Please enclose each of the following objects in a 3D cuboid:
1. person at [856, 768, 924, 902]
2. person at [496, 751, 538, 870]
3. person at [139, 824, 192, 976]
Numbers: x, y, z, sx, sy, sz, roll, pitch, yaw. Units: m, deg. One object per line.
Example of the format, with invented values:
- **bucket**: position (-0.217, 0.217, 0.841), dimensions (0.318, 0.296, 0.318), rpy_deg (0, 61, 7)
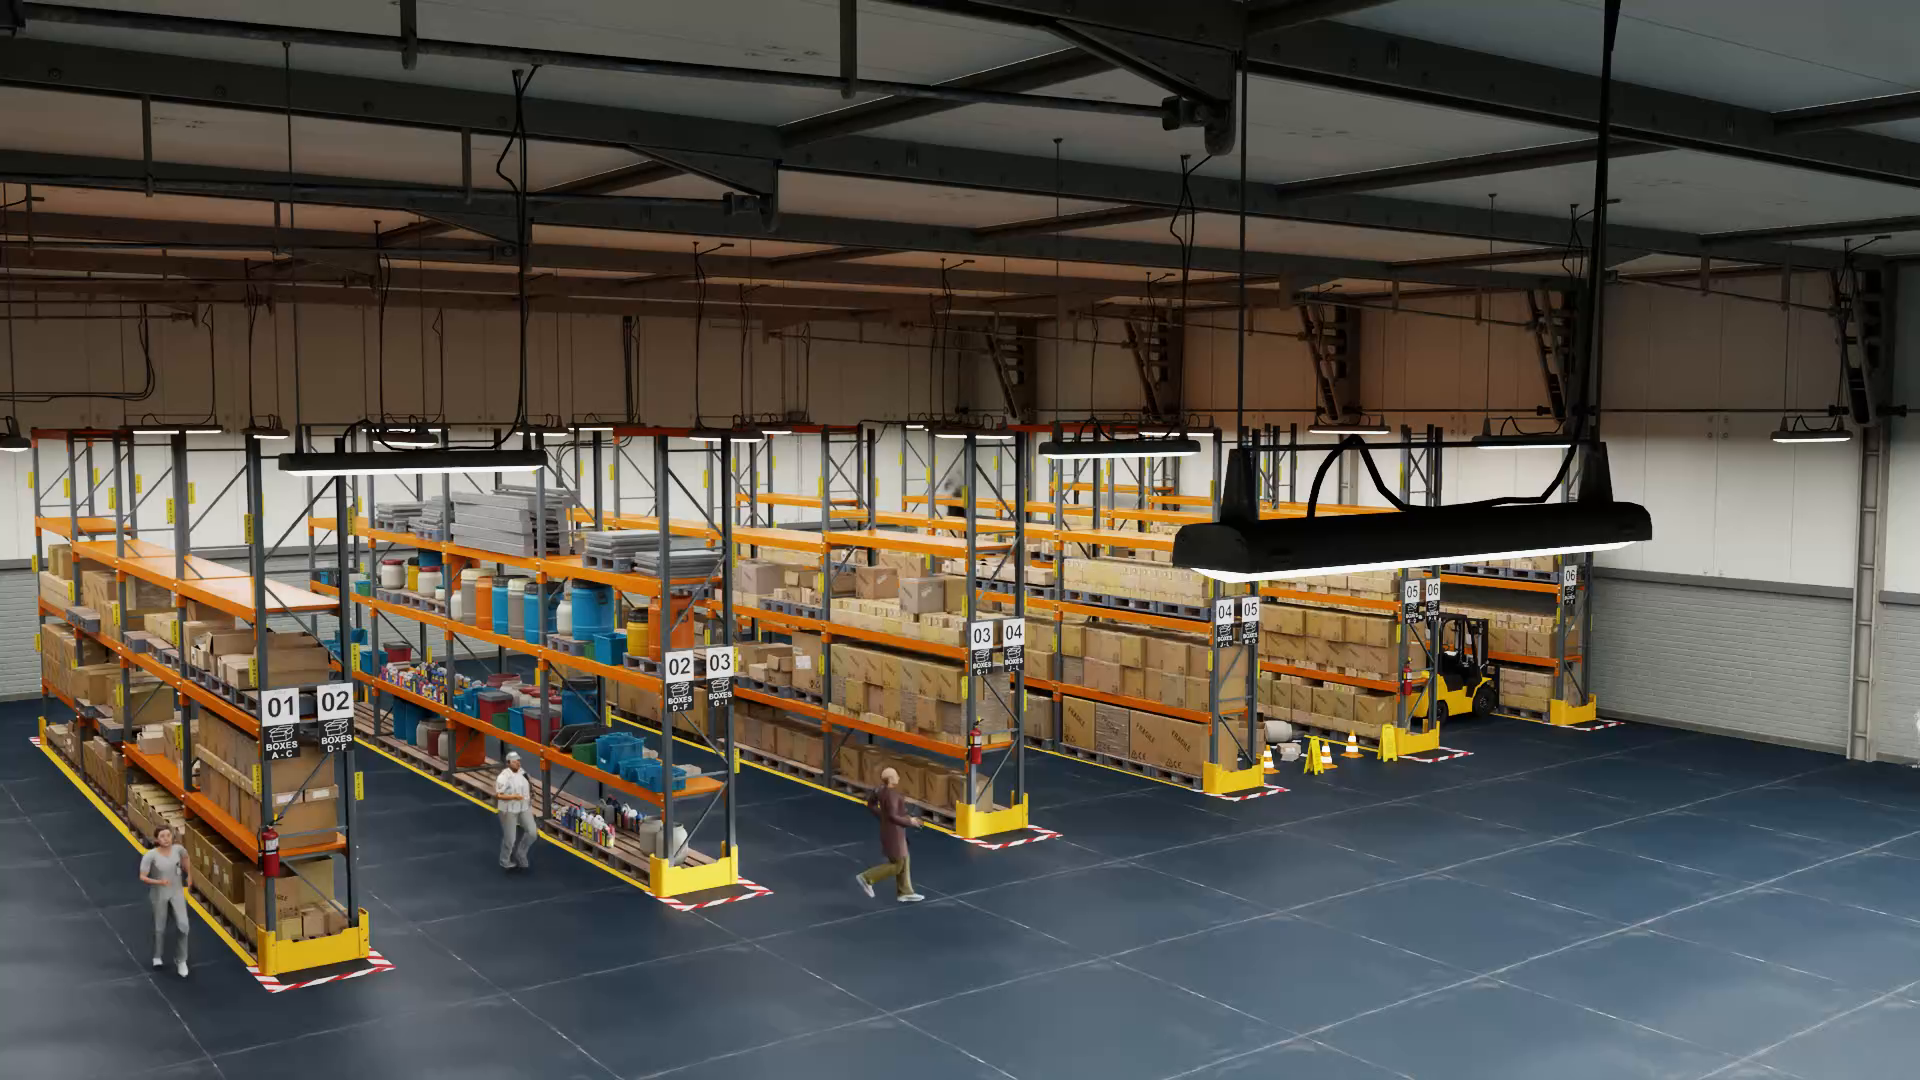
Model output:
- **person**: position (-0.900, 3.786, 21.253), dimensions (0.934, 1.765, 0.710), rpy_deg (-2, 5, -19)
- **person**: position (-6.074, 3.723, 22.799), dimensions (0.665, 1.660, 0.571), rpy_deg (4, 6, 42)
- **person**: position (-8.898, 4.033, 18.666), dimensions (0.590, 1.721, 0.729), rpy_deg (-4, 6, -40)
